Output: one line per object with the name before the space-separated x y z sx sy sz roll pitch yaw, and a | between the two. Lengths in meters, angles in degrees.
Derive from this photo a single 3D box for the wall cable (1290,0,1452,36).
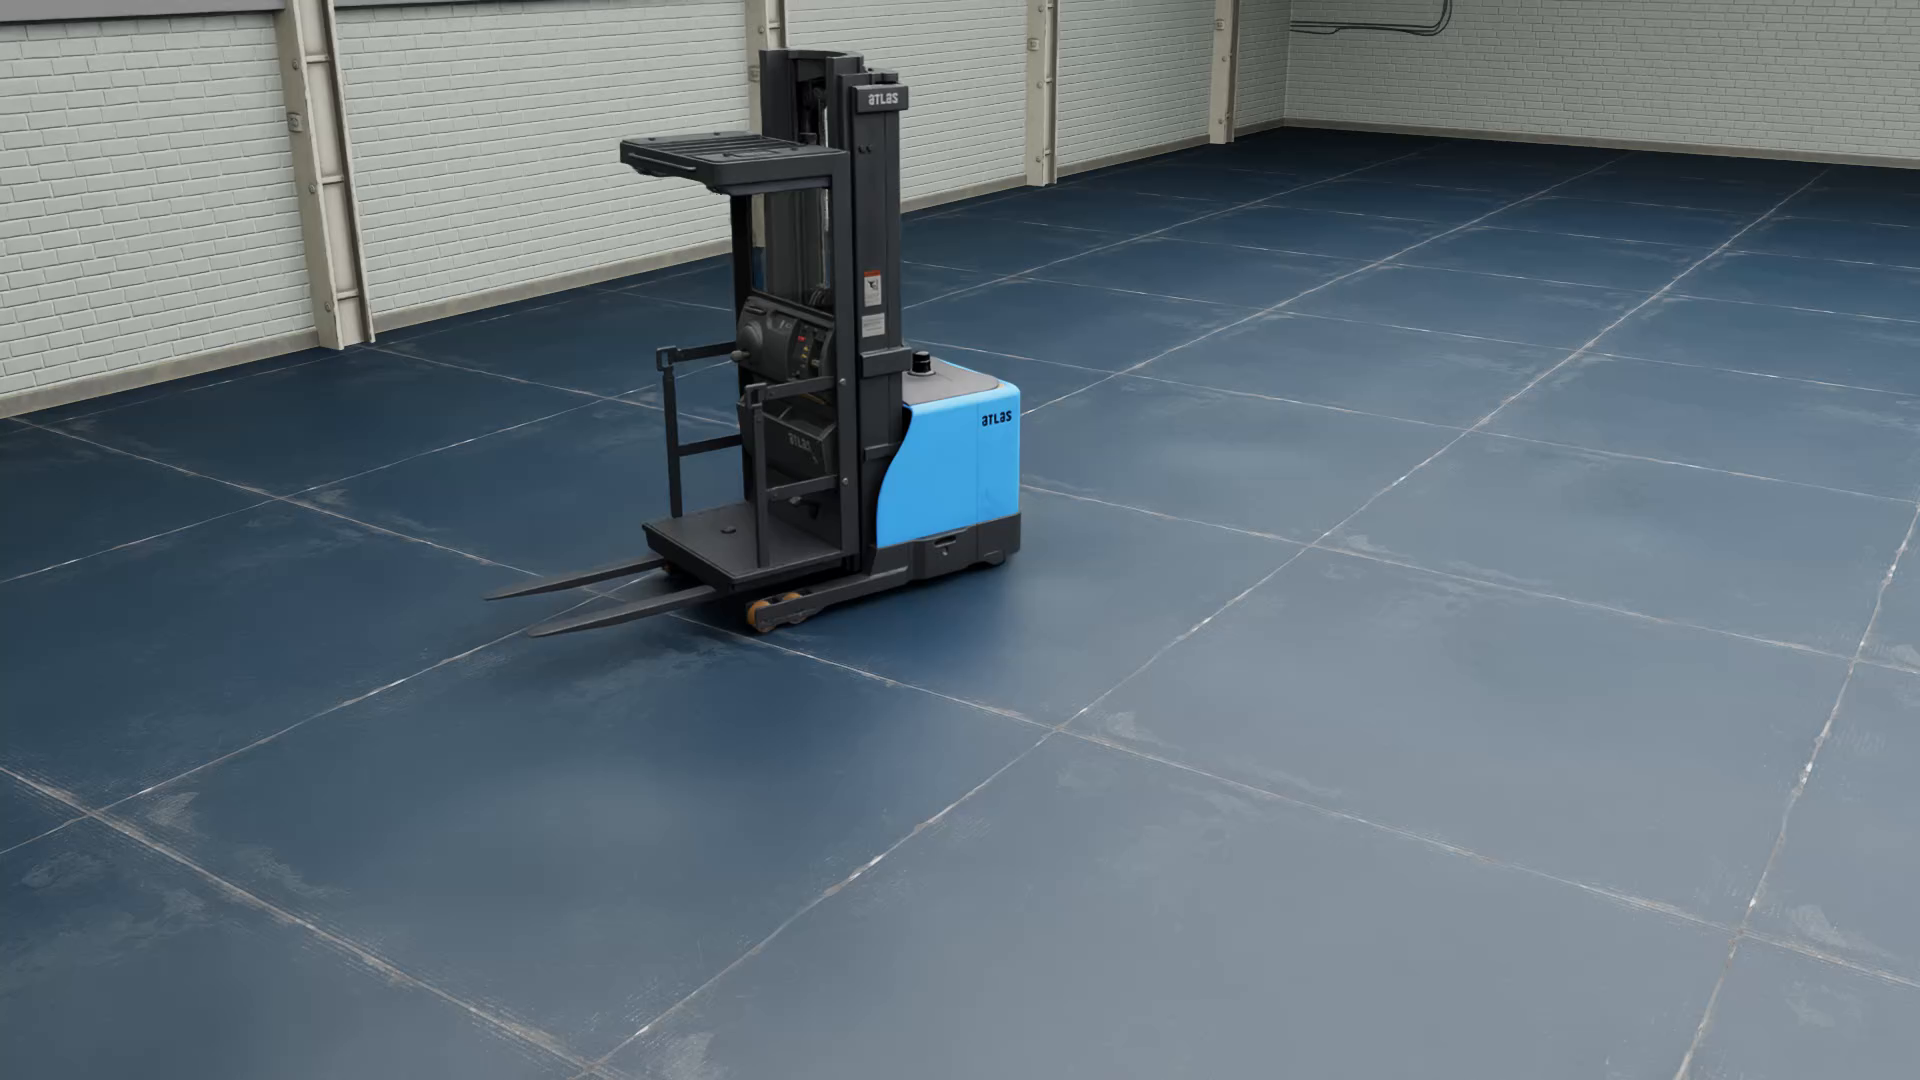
wall cable | 7.307 -10.298 29.610 3.097 2.526 0.112 13 24 32

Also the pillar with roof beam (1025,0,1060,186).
pillar with roof beam | 4.745 -8.606 20.560 9.100 9.000 0.400 13 24 32

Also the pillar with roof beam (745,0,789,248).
pillar with roof beam | 1.372 -6.884 15.906 9.100 9.000 0.400 13 24 32

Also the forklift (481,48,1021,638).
forklift | -1.125 -1.087 8.979 3.031 2.935 1.130 -14 25 -34

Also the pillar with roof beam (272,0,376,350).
pillar with roof beam | -2.001 -5.163 11.252 9.100 9.000 0.400 13 24 32

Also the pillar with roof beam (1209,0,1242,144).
pillar with roof beam | 8.118 -10.327 25.214 9.100 9.000 0.400 13 24 32
